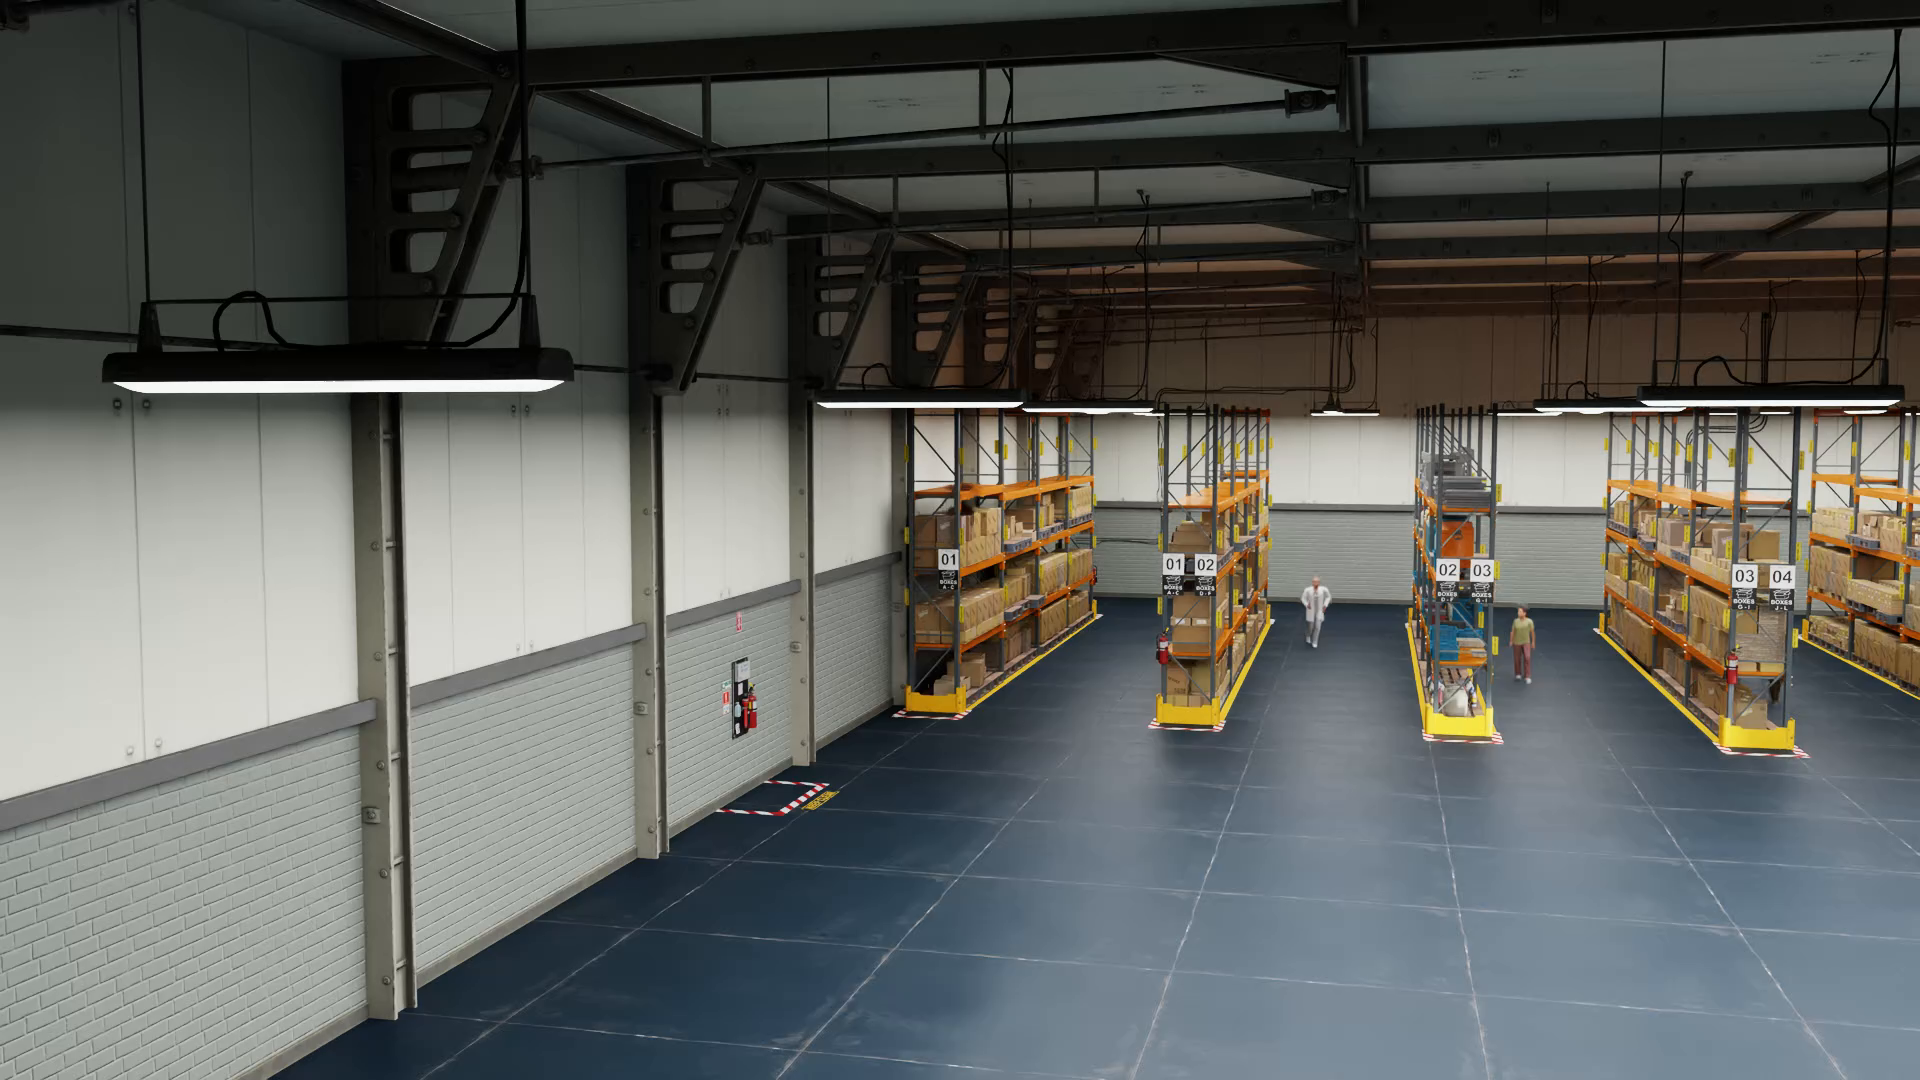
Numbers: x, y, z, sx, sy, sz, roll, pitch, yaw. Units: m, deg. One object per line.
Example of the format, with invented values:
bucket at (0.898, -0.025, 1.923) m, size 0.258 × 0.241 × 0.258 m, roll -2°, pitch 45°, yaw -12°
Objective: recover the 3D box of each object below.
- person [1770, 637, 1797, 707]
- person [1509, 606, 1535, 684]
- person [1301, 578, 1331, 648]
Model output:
person at (16.491, 2.461, 33.451) m, size 0.545 × 1.815 × 0.933 m, roll 1°, pitch 4°, yaw 14°
person at (12.208, 2.252, 36.089) m, size 0.546 × 1.618 × 0.960 m, roll 1°, pitch 4°, yaw 14°
person at (8.965, 1.810, 41.875) m, size 0.717 × 1.754 × 0.807 m, roll 0°, pitch 4°, yaw -4°
